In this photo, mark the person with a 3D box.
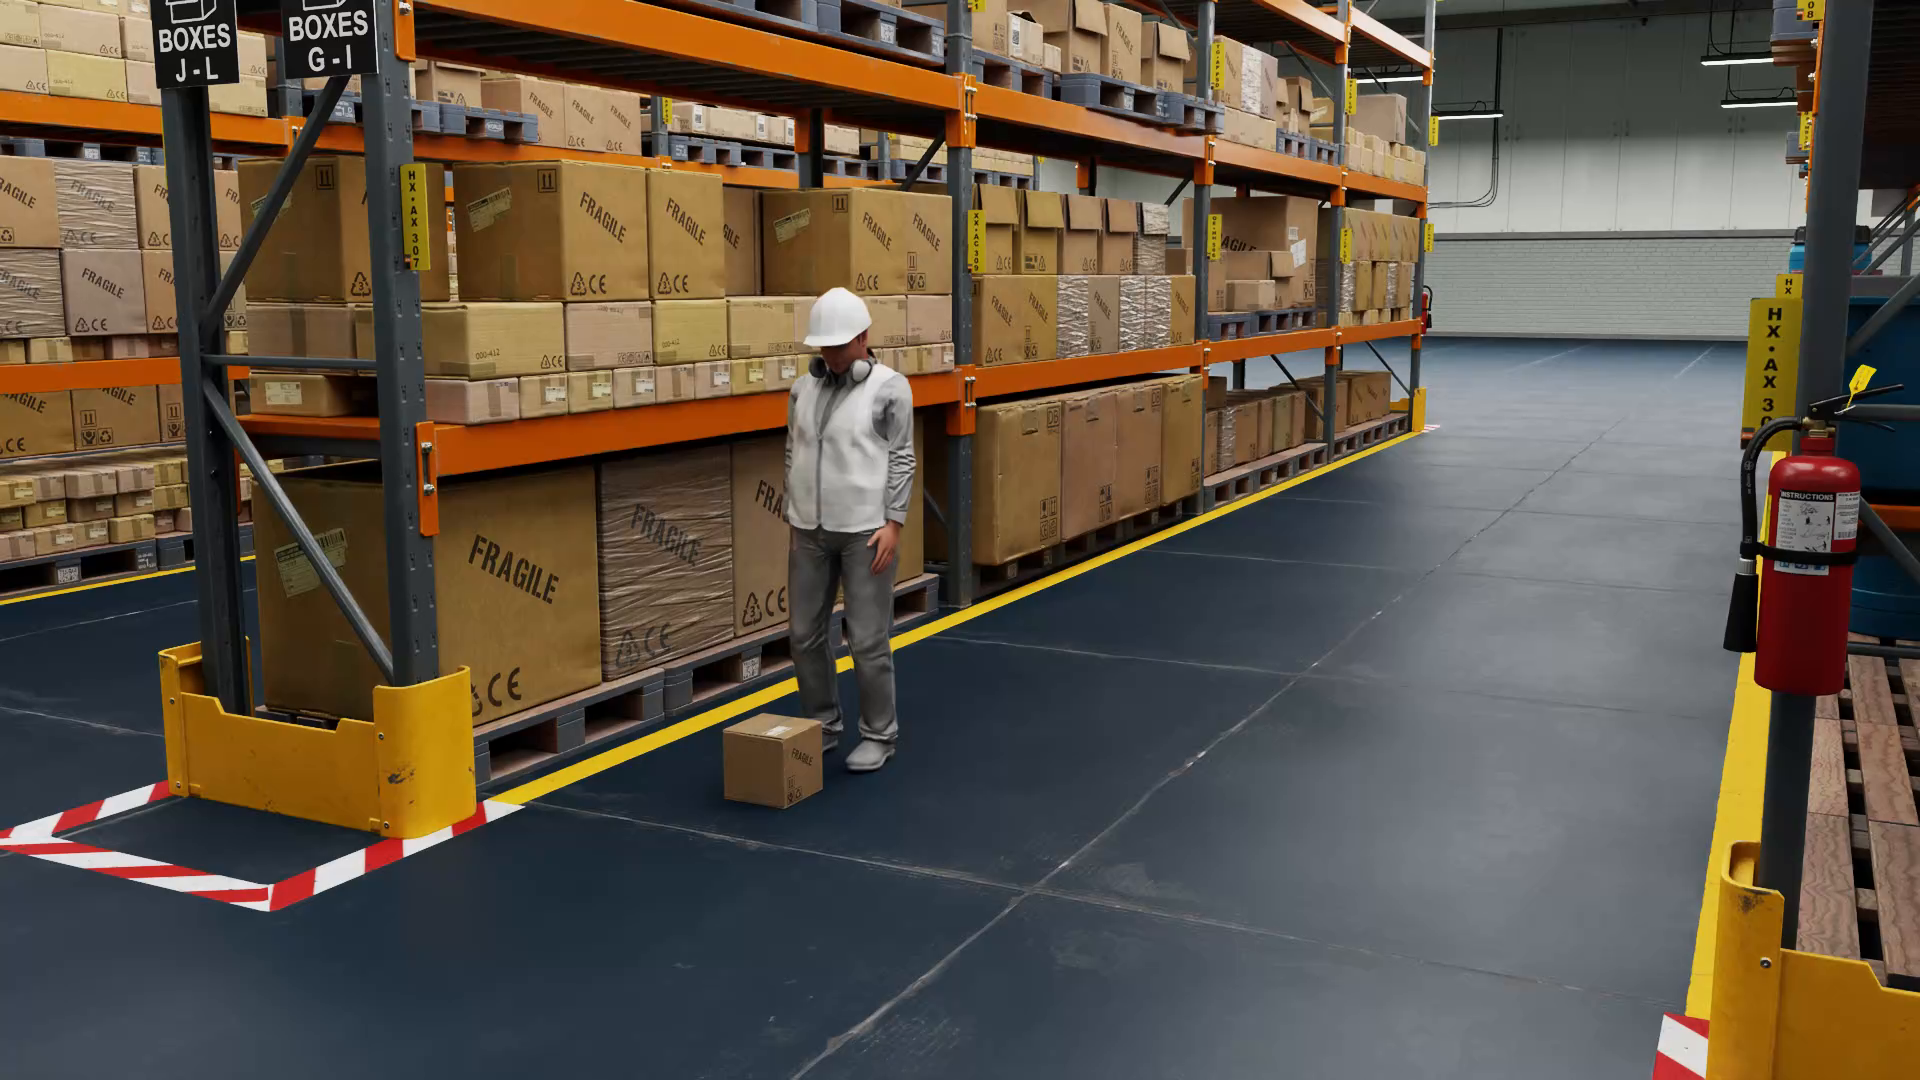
[{"bbox_3d":[-0.413,-0.039,6.102,0.540,1.757,0.389,5,10,27],"label":"person"}]
